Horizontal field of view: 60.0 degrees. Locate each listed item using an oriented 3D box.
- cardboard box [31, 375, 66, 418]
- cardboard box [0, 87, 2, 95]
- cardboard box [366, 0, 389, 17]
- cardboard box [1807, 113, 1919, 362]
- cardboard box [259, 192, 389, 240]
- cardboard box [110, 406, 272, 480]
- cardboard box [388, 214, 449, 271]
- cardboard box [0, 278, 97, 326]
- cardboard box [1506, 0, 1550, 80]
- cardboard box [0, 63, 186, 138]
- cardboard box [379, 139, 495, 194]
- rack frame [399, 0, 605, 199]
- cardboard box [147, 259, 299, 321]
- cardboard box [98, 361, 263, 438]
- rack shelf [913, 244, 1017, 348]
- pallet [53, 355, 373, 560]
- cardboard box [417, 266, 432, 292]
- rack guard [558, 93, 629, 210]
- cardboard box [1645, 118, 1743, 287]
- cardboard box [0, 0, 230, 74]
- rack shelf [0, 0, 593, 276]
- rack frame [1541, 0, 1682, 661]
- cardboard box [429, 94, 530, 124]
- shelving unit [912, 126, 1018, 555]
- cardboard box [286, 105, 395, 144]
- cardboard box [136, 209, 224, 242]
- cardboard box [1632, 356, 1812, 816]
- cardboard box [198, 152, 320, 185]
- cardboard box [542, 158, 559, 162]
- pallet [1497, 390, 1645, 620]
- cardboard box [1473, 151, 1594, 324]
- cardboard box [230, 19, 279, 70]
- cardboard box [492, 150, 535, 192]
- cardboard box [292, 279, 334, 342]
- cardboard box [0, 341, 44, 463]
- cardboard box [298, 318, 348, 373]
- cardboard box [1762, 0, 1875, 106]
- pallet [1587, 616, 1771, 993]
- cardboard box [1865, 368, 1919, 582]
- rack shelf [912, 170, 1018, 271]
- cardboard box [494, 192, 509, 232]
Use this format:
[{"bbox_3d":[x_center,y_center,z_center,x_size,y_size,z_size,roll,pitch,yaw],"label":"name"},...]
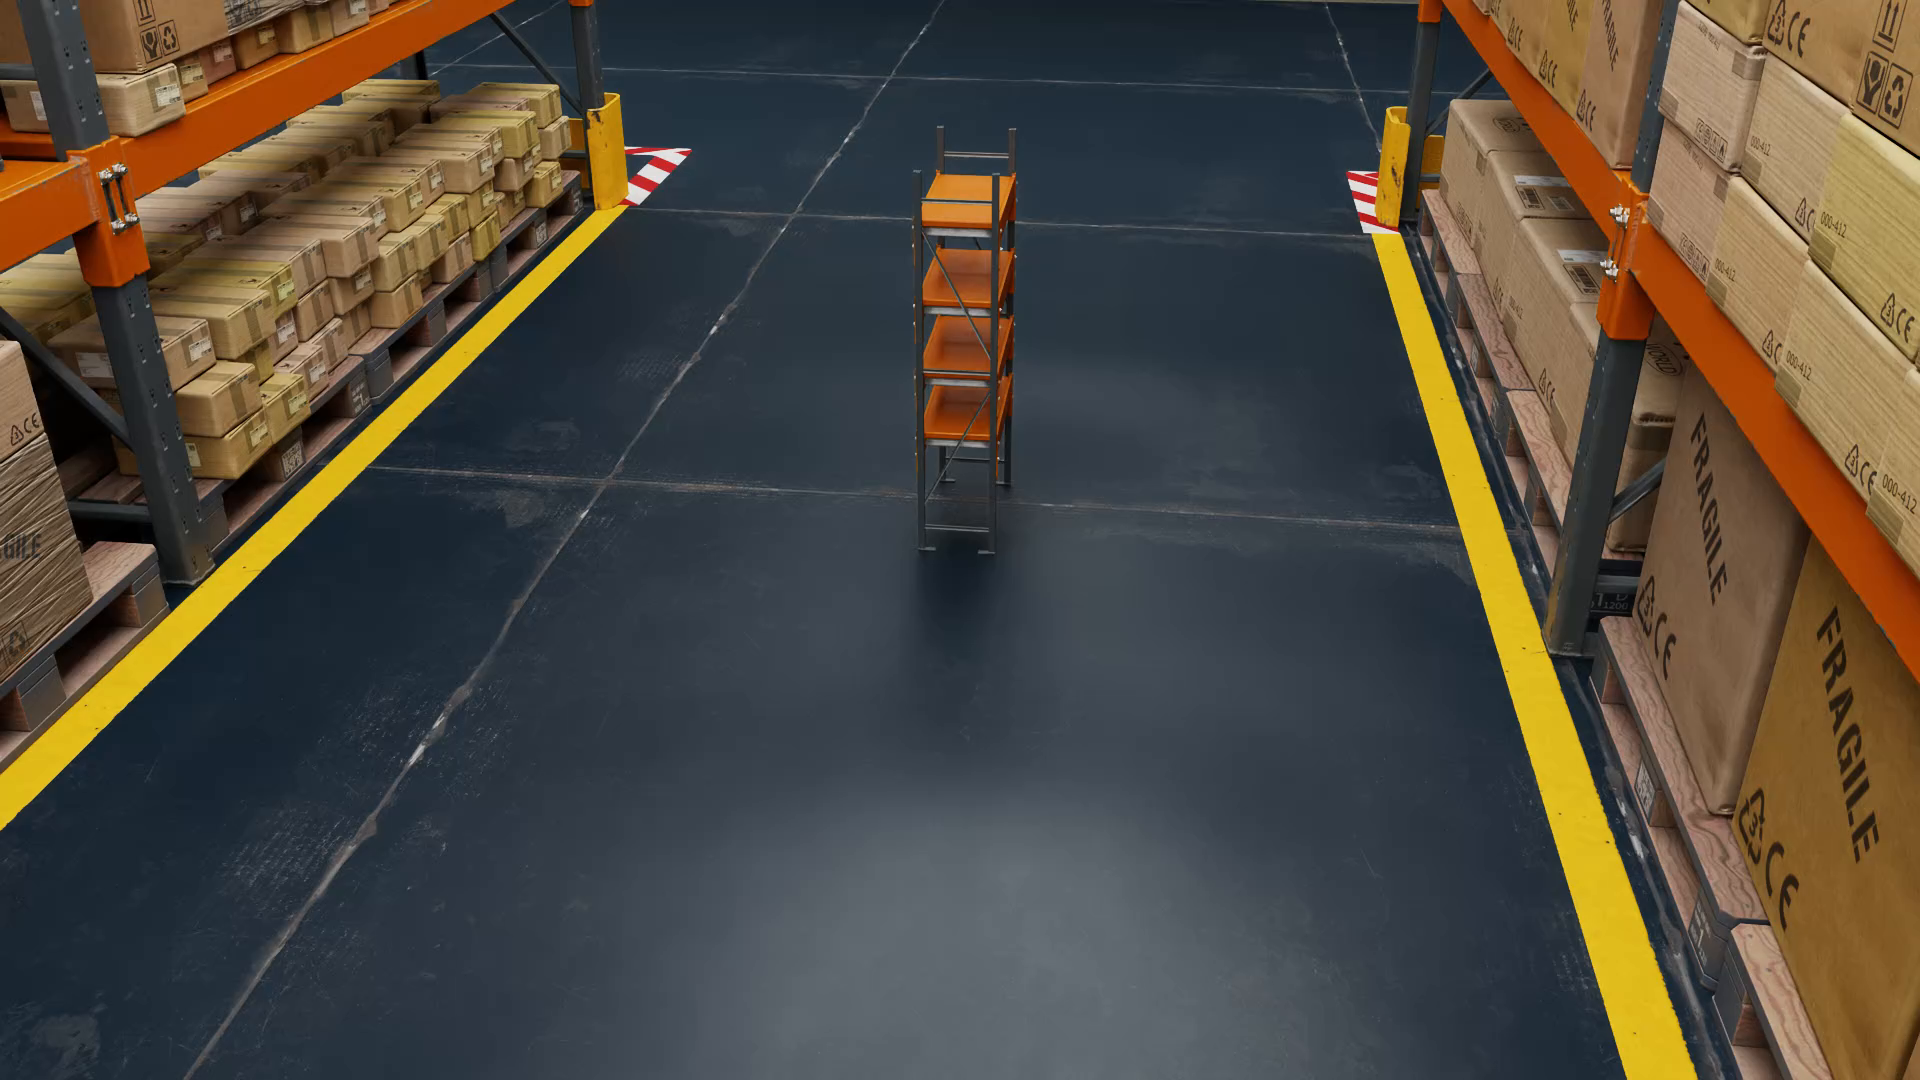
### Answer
[{"bbox_3d":[-3.055,-0.460,5.191,0.380,0.149,0.250,4,29,7],"label":"cardboard box"},{"bbox_3d":[-3.052,-1.398,4.947,0.380,0.149,0.250,3,28,5],"label":"cardboard box"},{"bbox_3d":[-2.318,-1.988,6.043,0.380,0.149,0.250,4,29,8],"label":"cardboard box"},{"bbox_3d":[1.689,-0.473,2.597,0.500,0.250,0.500,4,29,7],"label":"cardboard box"},{"bbox_3d":[-2.382,-1.195,6.241,0.380,0.149,0.250,2,28,4],"label":"cardboard box"},{"bbox_3d":[-2.414,-0.315,5.236,0.380,0.149,0.250,2,28,4],"label":"cardboard box"},{"bbox_3d":[-2.238,-1.171,6.511,0.380,0.149,0.250,4,29,7],"label":"cardboard box"},{"bbox_3d":[-3.001,-0.730,5.378,0.380,0.149,0.250,4,29,7],"label":"cardboard box"},{"bbox_3d":[2.055,-1.750,5.230,0.500,0.500,0.500,3,28,5],"label":"cardboard box"},{"bbox_3d":[-2.418,-1.237,4.648,0.380,0.149,0.250,4,29,8],"label":"cardboard box"},{"bbox_3d":[-2.167,-1.551,6.903,0.380,0.149,0.250,4,29,8],"label":"cardboard box"},{"bbox_3d":[-2.288,-3.116,7.871,1.000,3.000,0.127,3,28,6],"label":"rack frame"},{"bbox_3d":[-2.455,-0.823,5.551,0.380,0.149,0.250,3,28,5],"label":"cardboard box"},{"bbox_3d":[-2.416,-0.446,5.164,0.380,0.149,0.250,5,29,9],"label":"cardboard box"},{"bbox_3d":[0.020,-0.744,5.036,0.258,0.148,0.480,3,28,6],"label":"rack shelf"},{"bbox_3d":[-2.731,-0.323,5.628,1.003,0.211,1.213,3,28,6],"label":"pallet"},{"bbox_3d":[-2.339,-1.057,6.612,0.380,0.149,0.250,4,29,8],"label":"cardboard box"},{"bbox_3d":[-2.297,-1.980,8.397,1.175,0.500,0.348,3,28,6],"label":"rack guard"},{"bbox_3d":[1.831,-0.735,3.610,0.500,0.250,0.500,3,28,5],"label":"cardboard box"},{"bbox_3d":[-2.467,-1.626,4.687,0.500,0.500,0.500,3,28,5],"label":"cardboard box"},{"bbox_3d":[-2.533,-1.858,6.294,1.077,0.370,4.000,3,28,6],"label":"rack shelf"},{"bbox_3d":[2.147,-0.993,3.930,1.000,3.000,0.127,3,28,6],"label":"rack frame"},{"bbox_3d":[-2.189,-1.929,7.603,0.380,0.149,0.250,4,29,7],"label":"cardboard box"},{"bbox_3d":[0.020,-0.606,5.110,0.258,1.200,0.503,3,28,6],"label":"shelving unit"},{"bbox_3d":[-2.762,-1.833,7.425,0.380,0.149,0.250,3,28,6],"label":"cardboard box"},{"bbox_3d":[-2.926,-1.098,6.061,0.380,0.149,0.250,2,28,4],"label":"cardboard box"},{"bbox_3d":[2.151,0.054,3.784,0.875,0.875,0.875,4,29,8],"label":"cardboard box"},{"bbox_3d":[-2.831,-1.460,6.733,0.380,0.149,0.250,4,29,7],"label":"cardboard box"},{"bbox_3d":[-2.145,-1.786,7.965,0.380,0.149,0.250,4,29,7],"label":"cardboard box"},{"bbox_3d":[2.318,-0.119,5.248,1.003,0.211,1.213,3,28,6],"label":"pallet"},{"bbox_3d":[2.552,-1.185,6.545,0.875,0.438,0.875,4,29,8],"label":"cardboard box"},{"bbox_3d":[-2.441,-1.619,5.357,0.380,0.149,0.250,2,28,4],"label":"cardboard box"},{"bbox_3d":[-2.131,-1.667,7.431,0.380,0.149,0.250,2,28,4],"label":"cardboard box"},{"bbox_3d":[-2.444,-0.814,5.847,0.380,0.149,0.250,2,28,4],"label":"cardboard box"},{"bbox_3d":[-2.618,-0.282,4.013,0.500,0.250,0.500,3,28,5],"label":"cardboard box"},{"bbox_3d":[-2.421,-0.683,5.918,0.380,0.149,0.250,3,28,5],"label":"cardboard box"},{"bbox_3d":[1.773,-1.046,2.868,0.500,0.500,0.500,3,28,6],"label":"cardboard box"},{"bbox_3d":[2.128,0.602,3.909,1.003,0.211,1.213,3,28,6],"label":"pallet"},{"bbox_3d":[1.620,-0.016,2.276,0.500,0.250,0.500,3,28,5],"label":"cardboard box"},{"bbox_3d":[0.020,-0.952,4.924,0.258,0.148,0.480,3,28,6],"label":"rack shelf"},{"bbox_3d":[-2.211,-1.422,7.291,0.380,0.149,0.250,4,29,7],"label":"cardboard box"}]
